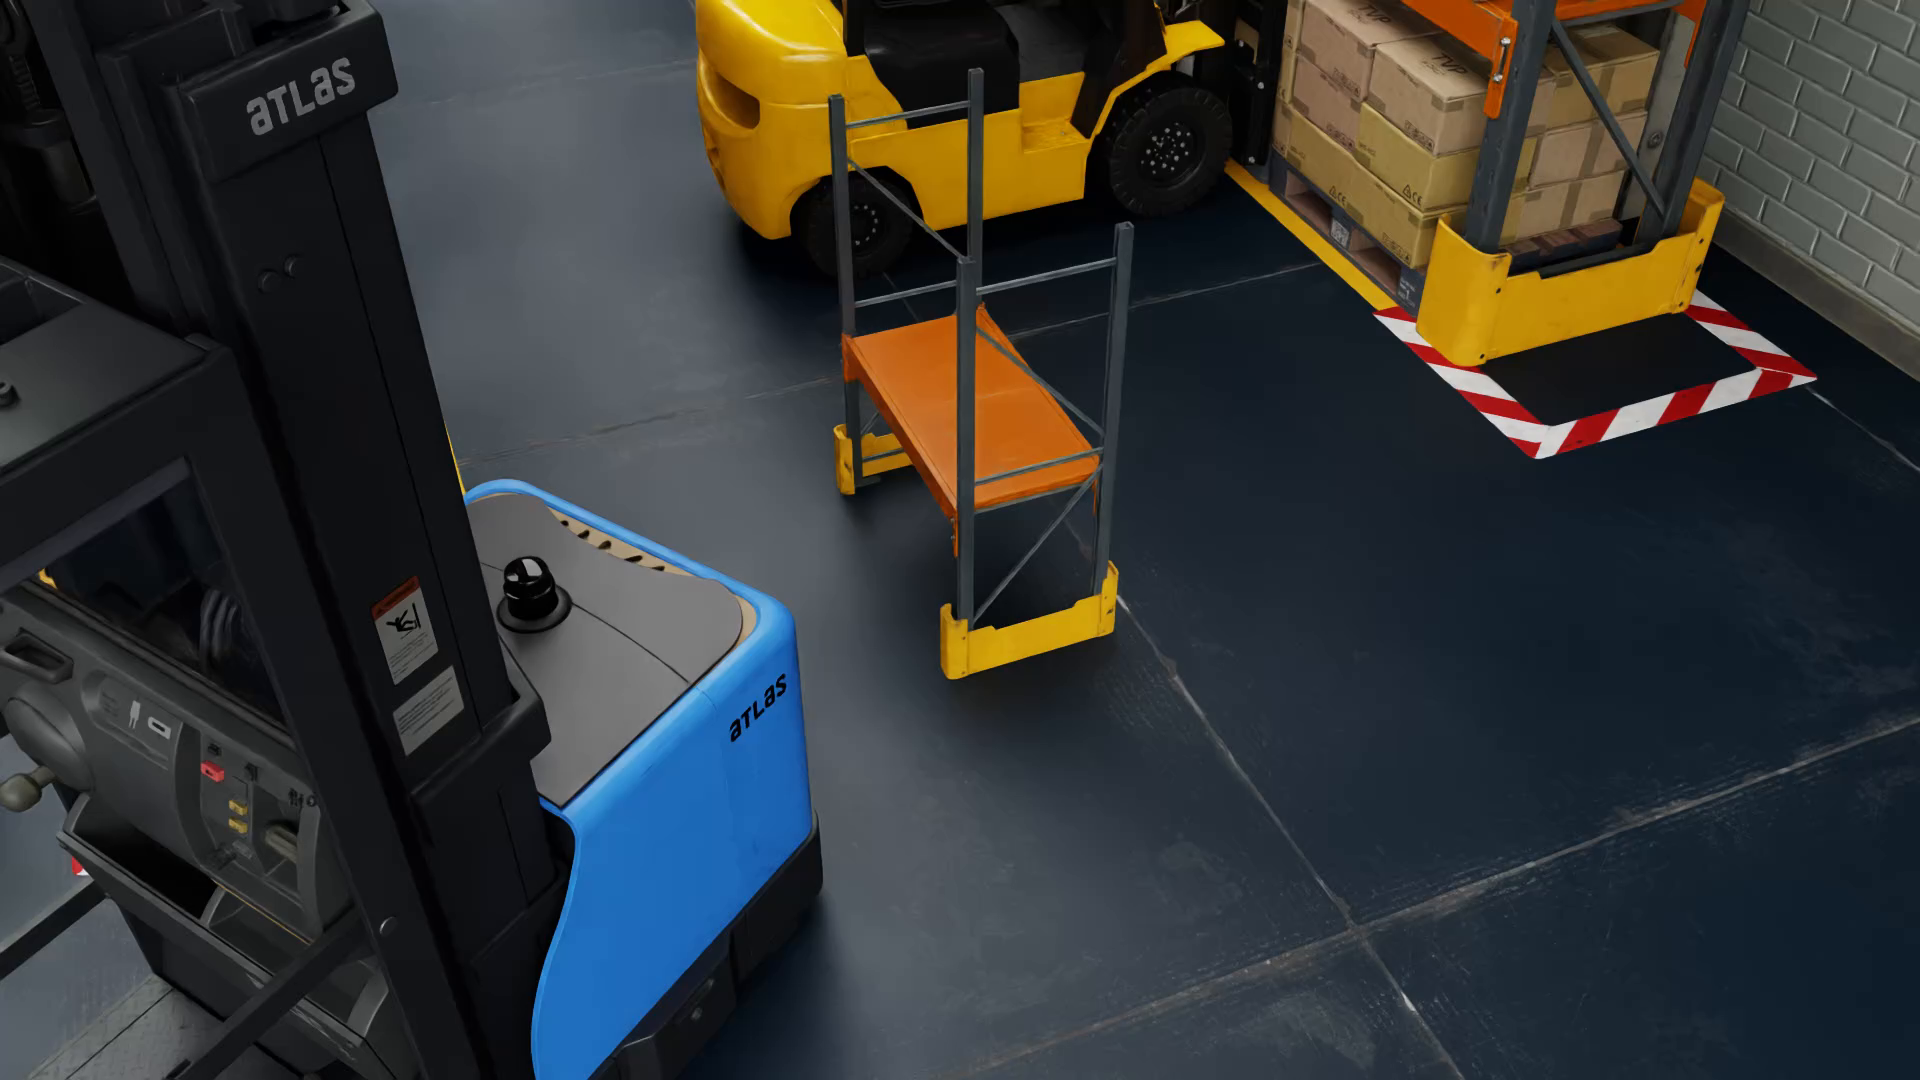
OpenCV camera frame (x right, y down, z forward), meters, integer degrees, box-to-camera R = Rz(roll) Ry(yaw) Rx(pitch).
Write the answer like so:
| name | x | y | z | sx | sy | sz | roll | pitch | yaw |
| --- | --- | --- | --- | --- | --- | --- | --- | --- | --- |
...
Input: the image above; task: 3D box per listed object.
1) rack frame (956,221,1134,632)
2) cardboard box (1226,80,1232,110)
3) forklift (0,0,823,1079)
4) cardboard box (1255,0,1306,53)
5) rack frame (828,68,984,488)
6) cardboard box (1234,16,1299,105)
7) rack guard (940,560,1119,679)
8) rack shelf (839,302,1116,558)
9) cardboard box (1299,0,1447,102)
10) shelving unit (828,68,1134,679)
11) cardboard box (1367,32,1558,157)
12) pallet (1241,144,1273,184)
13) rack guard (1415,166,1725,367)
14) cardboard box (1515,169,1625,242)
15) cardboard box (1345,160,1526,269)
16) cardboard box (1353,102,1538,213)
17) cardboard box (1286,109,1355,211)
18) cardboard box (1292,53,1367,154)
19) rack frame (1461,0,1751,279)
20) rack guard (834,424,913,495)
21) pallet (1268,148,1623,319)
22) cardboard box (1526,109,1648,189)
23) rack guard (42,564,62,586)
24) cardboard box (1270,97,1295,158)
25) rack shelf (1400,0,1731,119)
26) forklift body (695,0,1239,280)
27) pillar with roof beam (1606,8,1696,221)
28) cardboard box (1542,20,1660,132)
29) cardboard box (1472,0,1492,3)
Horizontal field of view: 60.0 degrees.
| name | x | y | z | sx | sy | sz | roll | pitch | yaw |
| --- | --- | --- | --- | --- | --- | --- | --- | --- | --- |
| rack frame | 0.227 | -0.211 | 4.845 | 0.500 | 1.500 | 0.032 | -15 | 43 | -17 |
| cardboard box | 1.368 | -2.302 | 7.914 | 0.500 | 0.250 | 0.500 | -14 | 43 | -16 |
| forklift | -1.597 | 0.497 | 2.924 | 1.130 | 2.935 | 3.031 | 23 | 46 | 24 |
| cardboard box | 1.556 | -2.372 | 7.227 | 0.500 | 0.250 | 0.500 | -15 | 43 | -16 |
| rack frame | -0.162 | -0.823 | 5.557 | 0.500 | 1.500 | 0.032 | -15 | 43 | -17 |
| cardboard box | 1.550 | -2.201 | 7.412 | 0.500 | 0.250 | 0.500 | -16 | 43 | -18 |
| rack guard | 0.220 | 0.251 | 5.266 | 0.587 | 0.250 | 0.087 | -15 | 43 | -17 |
| rack shelf | 0.033 | -0.381 | 5.319 | 0.538 | 0.185 | 1.000 | -15 | 43 | -17 |
| cardboard box | 1.758 | -2.070 | 6.877 | 0.500 | 0.250 | 0.500 | -14 | 43 | -16 |
| shelving unit | 0.029 | -0.523 | 5.208 | 0.587 | 1.500 | 1.083 | -15 | 43 | -17 |
| cardboard box | 1.959 | -1.764 | 6.521 | 0.500 | 0.250 | 0.500 | -14 | 43 | -15 |
| pallet | 1.629 | -2.195 | 8.141 | 1.003 | 0.211 | 1.213 | -15 | 43 | -17 |
| rack guard | 2.433 | -1.106 | 6.653 | 1.175 | 0.500 | 0.348 | -15 | 43 | -17 |
| cardboard box | 2.416 | -1.530 | 7.015 | 0.500 | 0.250 | 0.500 | -15 | 43 | -17 |
| cardboard box | 1.952 | -1.390 | 6.852 | 0.500 | 0.250 | 0.500 | -15 | 43 | -17 |
| cardboard box | 1.949 | -1.590 | 6.702 | 0.500 | 0.250 | 0.500 | -16 | 43 | -17 |
| cardboard box | 1.770 | -1.692 | 7.203 | 0.500 | 0.250 | 0.500 | -15 | 43 | -17 |
| cardboard box | 1.767 | -1.895 | 7.056 | 0.500 | 0.250 | 0.500 | -16 | 43 | -17 |
| rack frame | 2.424 | -2.069 | 5.855 | 1.000 | 3.000 | 0.127 | -15 | 43 | -17 |
| rack guard | -0.161 | -0.349 | 5.964 | 0.587 | 0.250 | 0.087 | -15 | 43 | -17 |
| pallet | 2.092 | -1.462 | 7.288 | 1.003 | 0.211 | 1.213 | -15 | 43 | -17 |
| cardboard box | 2.436 | -1.710 | 6.841 | 0.500 | 0.250 | 0.500 | -14 | 43 | -16 |
| rack guard | -2.190 | 0.074 | 5.281 | 1.175 | 0.500 | 0.348 | -15 | 43 | -17 |
| cardboard box | 1.587 | -1.995 | 7.556 | 0.500 | 0.250 | 0.500 | -15 | 43 | -16 |
| rack shelf | 1.658 | -3.001 | 7.491 | 1.077 | 0.370 | 4.000 | -15 | 43 | -17 |
| forklift body | 0.012 | -2.434 | 6.931 | 2.313 | 2.155 | 1.214 | -15 | 43 | -17 |
| pillar with roof beam | -0.988 | -3.914 | 3.399 | 9.100 | 9.000 | 0.400 | -15 | 43 | -17 |
| cardboard box | 2.415 | -1.901 | 6.680 | 0.500 | 0.250 | 0.500 | -16 | 43 | -18 |
| cardboard box | 1.993 | -2.338 | 6.091 | 0.500 | 0.500 | 0.500 | -16 | 43 | -18 |
